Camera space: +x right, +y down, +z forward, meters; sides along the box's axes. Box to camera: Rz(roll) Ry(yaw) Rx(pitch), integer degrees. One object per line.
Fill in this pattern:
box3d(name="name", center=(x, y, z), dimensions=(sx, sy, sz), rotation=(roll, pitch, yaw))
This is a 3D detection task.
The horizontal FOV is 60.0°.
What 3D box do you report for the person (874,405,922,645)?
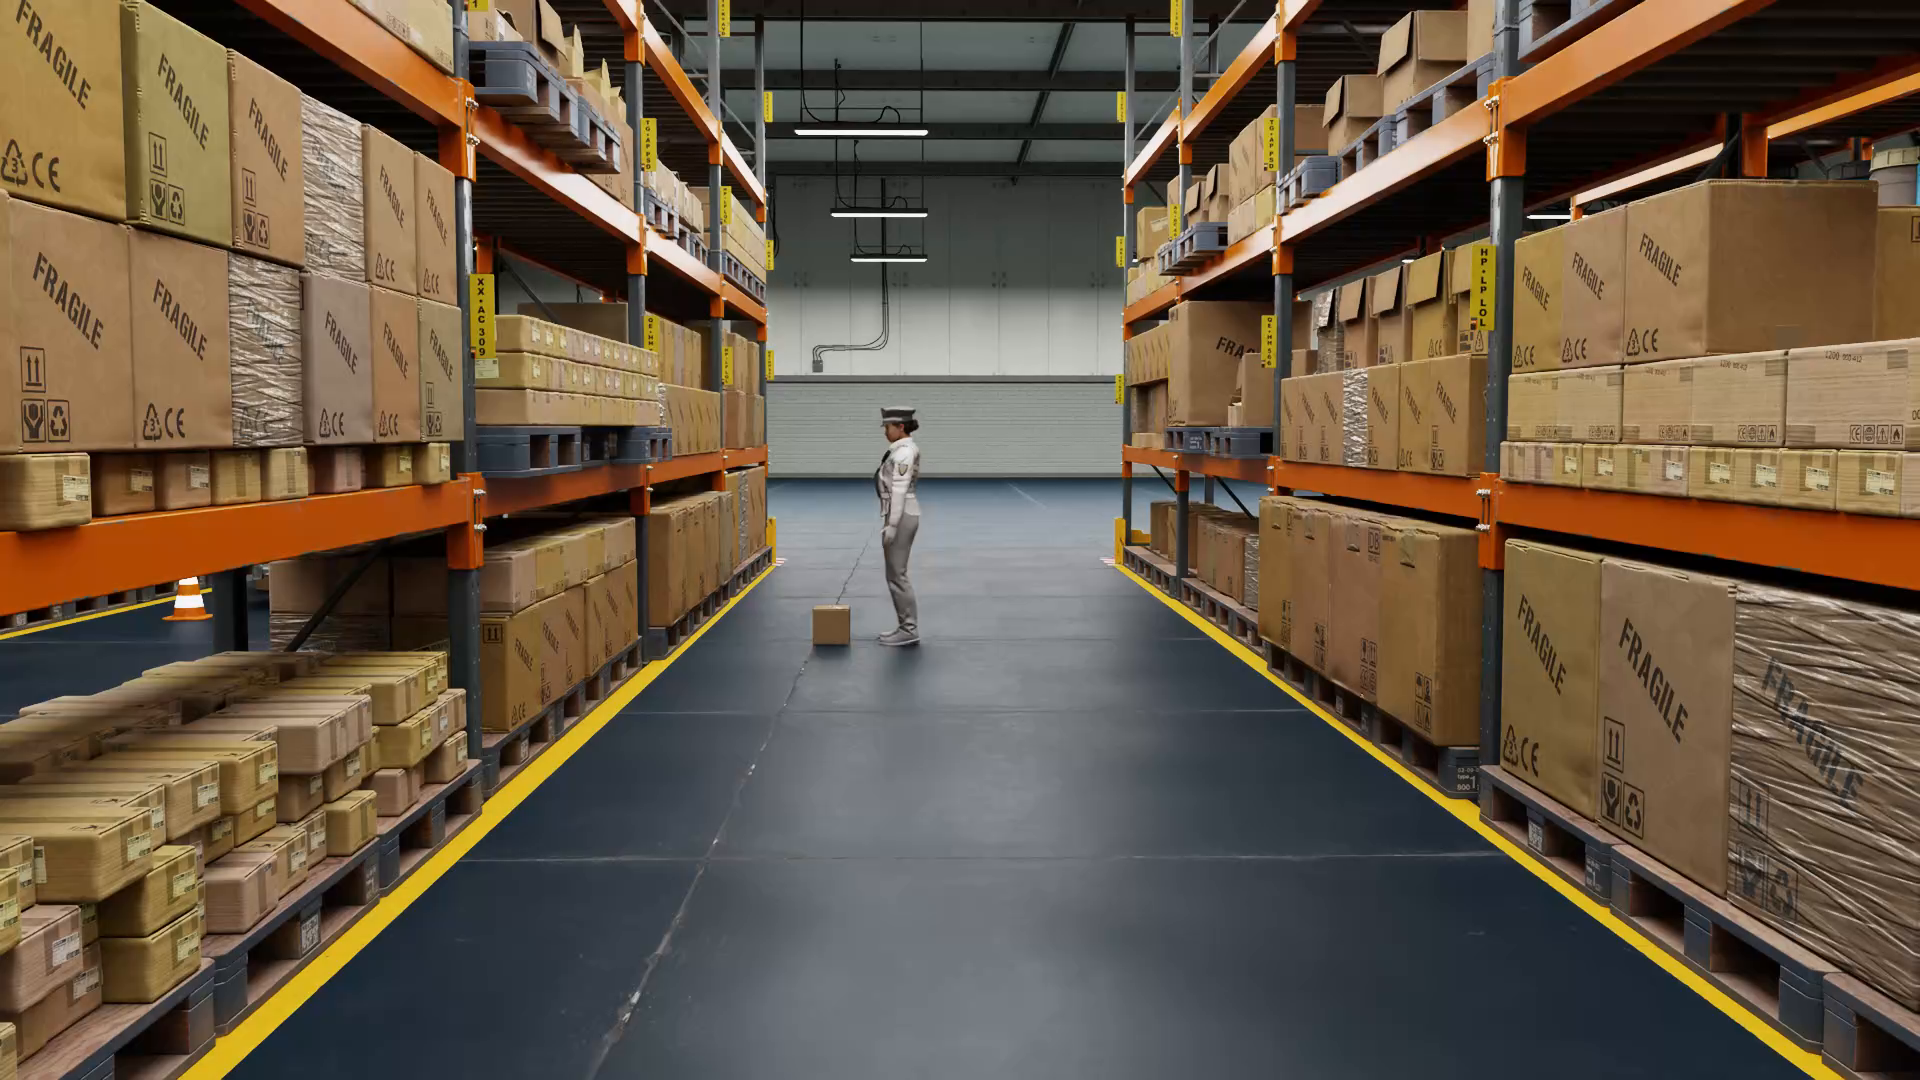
box3d(name="person", center=(-0.429, -0.103, 11.602), dimensions=(0.328, 1.666, 0.470), rotation=(0, 4, 0))
